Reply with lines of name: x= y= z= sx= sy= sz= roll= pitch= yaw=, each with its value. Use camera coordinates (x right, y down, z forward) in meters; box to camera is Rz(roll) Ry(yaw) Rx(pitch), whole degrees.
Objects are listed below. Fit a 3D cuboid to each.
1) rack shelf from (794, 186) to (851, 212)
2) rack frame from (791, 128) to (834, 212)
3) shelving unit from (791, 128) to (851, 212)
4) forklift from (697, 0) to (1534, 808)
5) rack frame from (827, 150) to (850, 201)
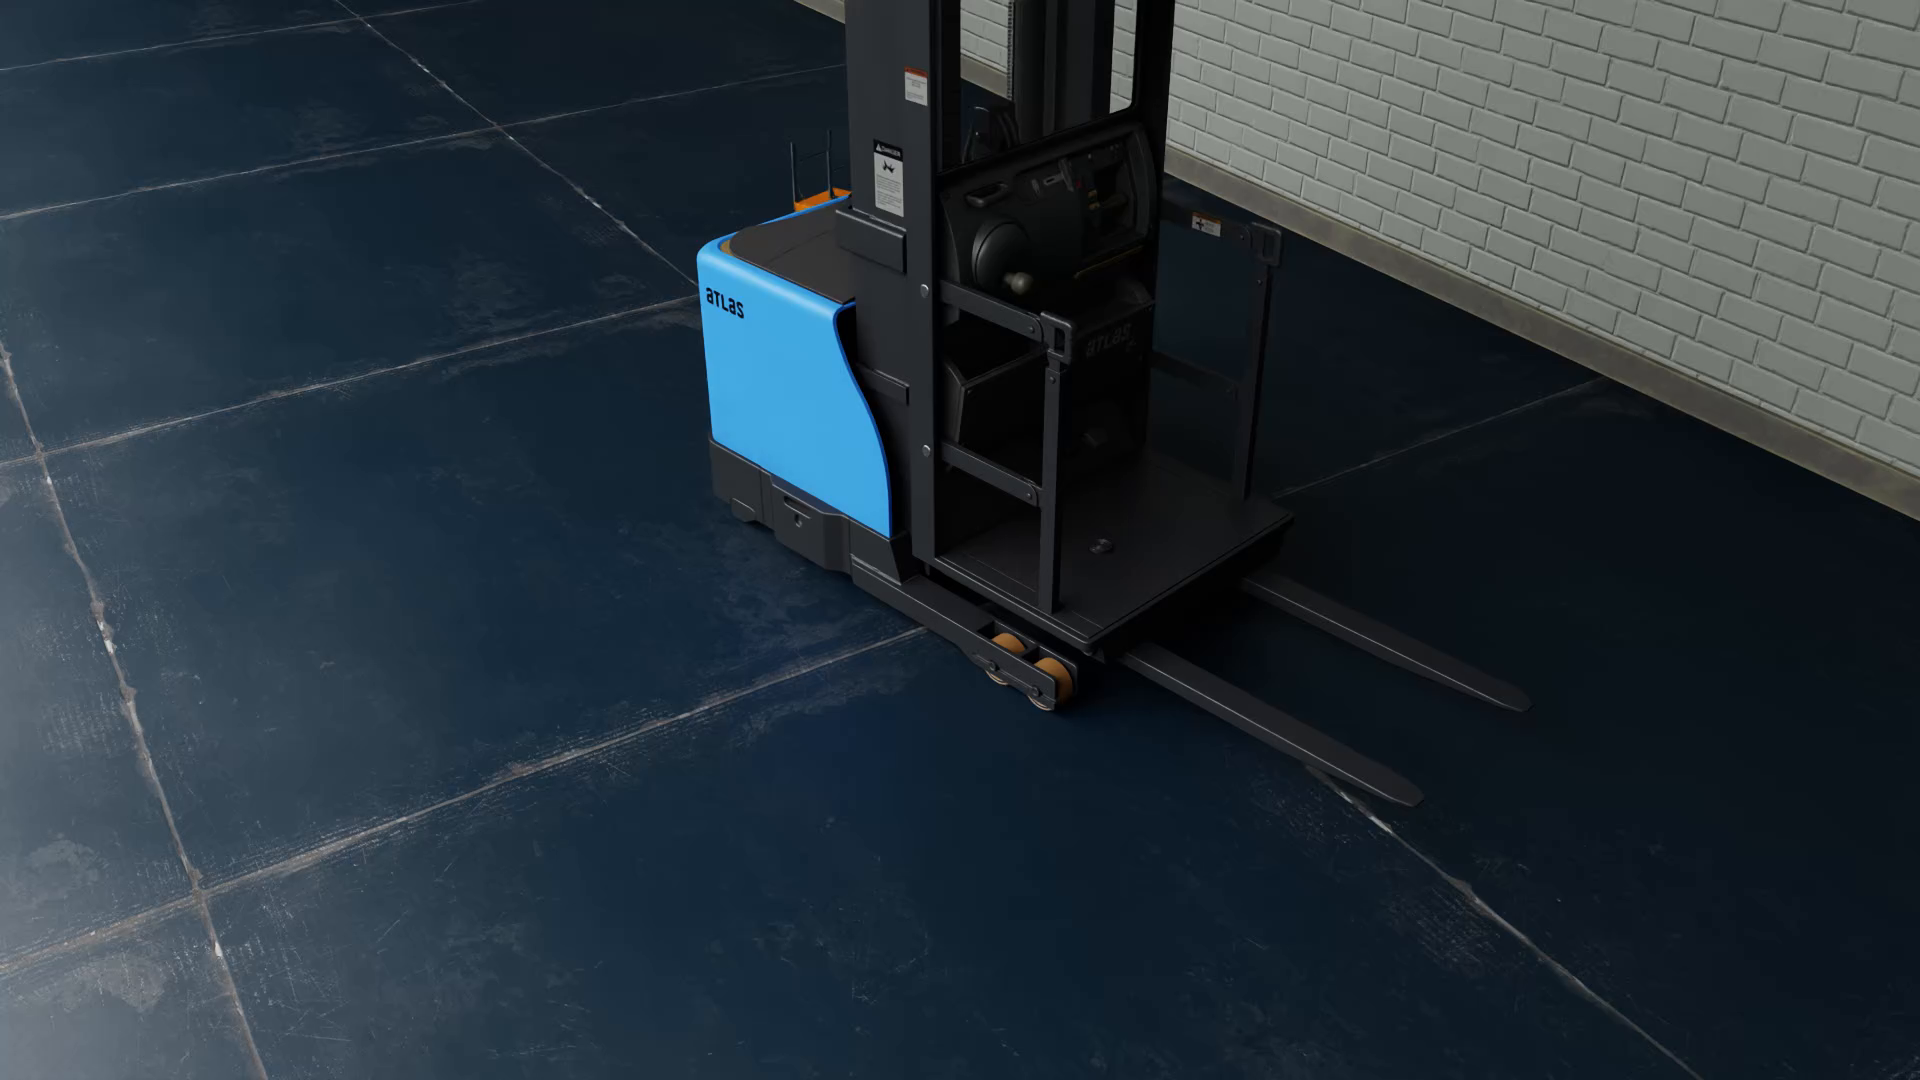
rack shelf: x=-0.506 y=-1.308 z=6.597 sx=0.180 sy=0.103 sz=0.258 roll=20 pitch=36 yaw=31
rack frame: x=-0.580 y=-1.063 z=6.803 sx=0.006 sy=1.200 sz=0.240 roll=20 pitch=36 yaw=31
shelving unit: x=-0.507 y=-1.036 z=6.756 sx=0.189 sy=1.200 sz=0.258 roll=20 pitch=36 yaw=31
forklift: x=0.441 y=-1.003 z=5.092 sx=1.130 sy=2.935 sz=3.031 roll=-28 pitch=42 yaw=-37
rack frame: x=-0.433 y=-1.008 z=6.710 sx=0.006 sy=1.200 sz=0.240 roll=20 pitch=36 yaw=31
